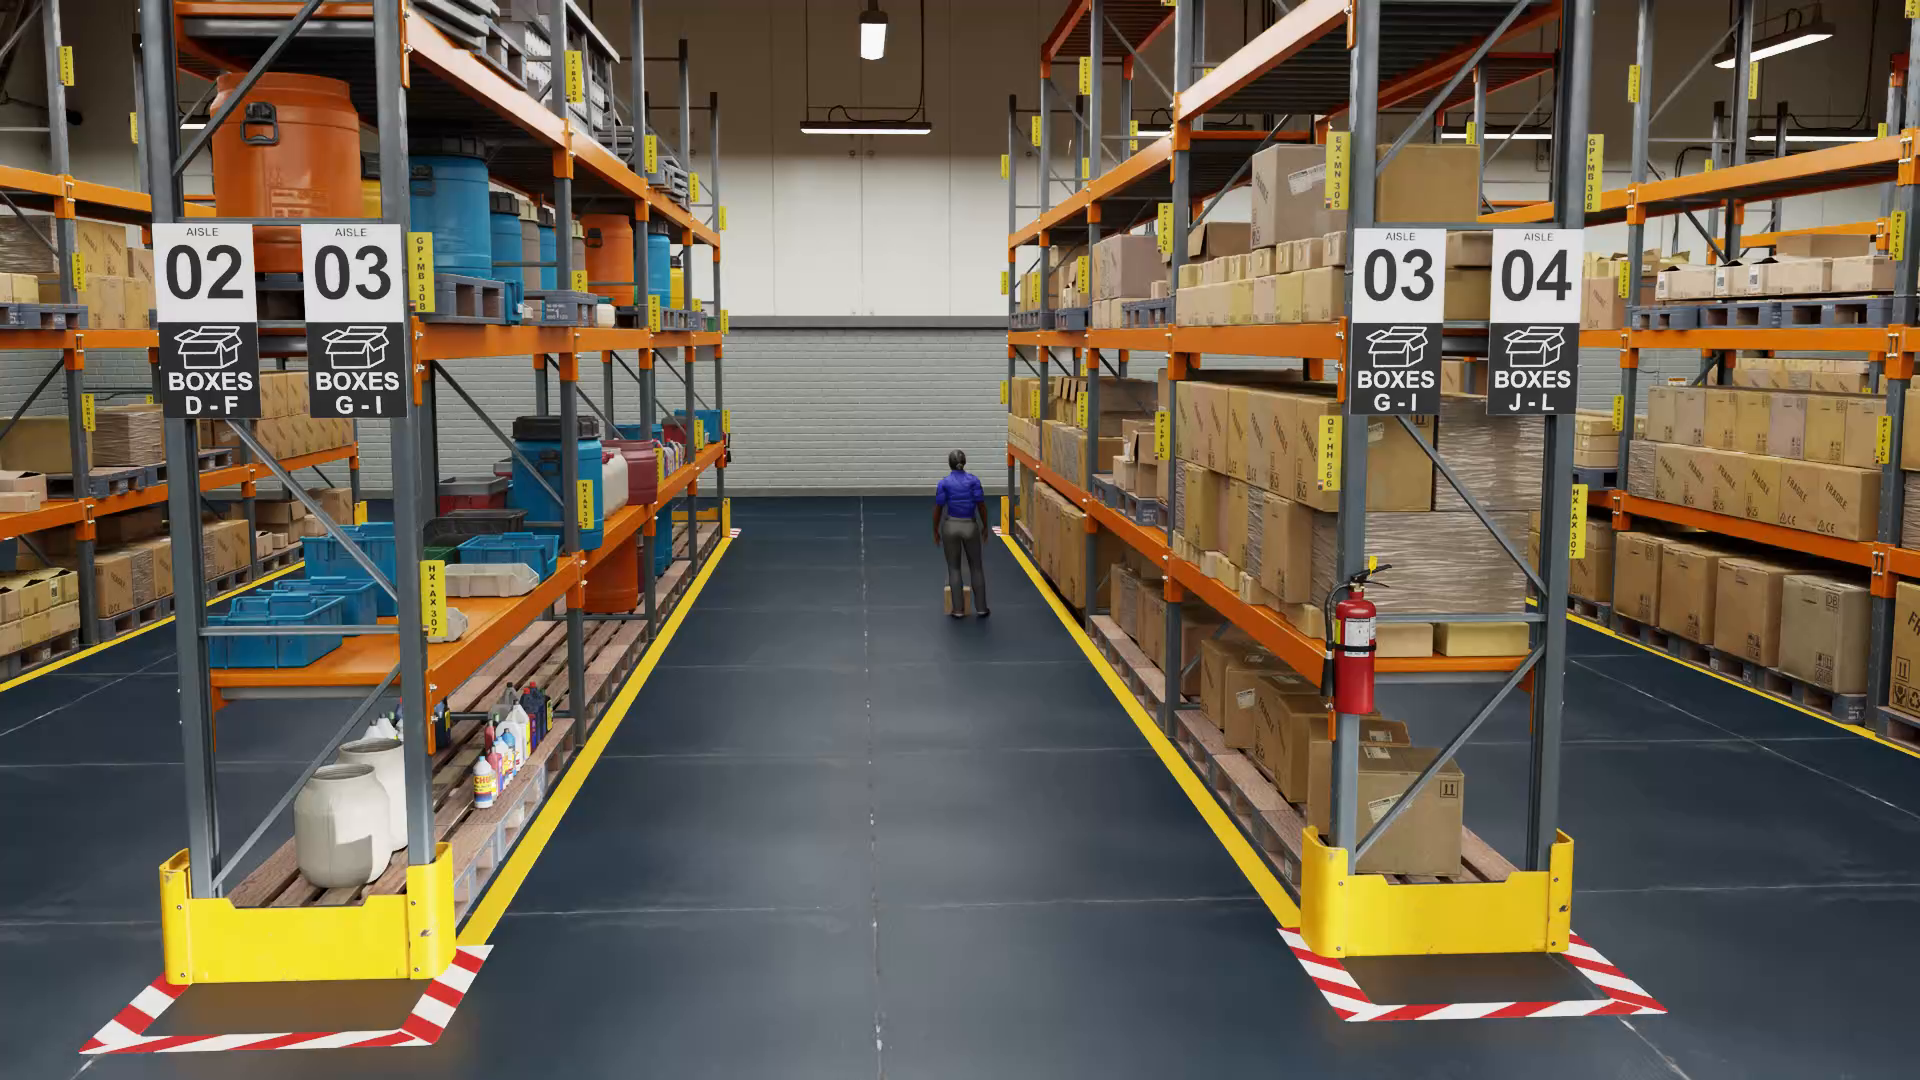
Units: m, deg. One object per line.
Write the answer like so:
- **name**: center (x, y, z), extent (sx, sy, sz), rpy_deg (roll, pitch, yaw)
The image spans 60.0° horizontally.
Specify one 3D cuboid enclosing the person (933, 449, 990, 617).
- **person**: center (0.020, -0.075, 16.322), extent (0.569, 1.654, 0.504), rpy_deg (0, 7, -1)
